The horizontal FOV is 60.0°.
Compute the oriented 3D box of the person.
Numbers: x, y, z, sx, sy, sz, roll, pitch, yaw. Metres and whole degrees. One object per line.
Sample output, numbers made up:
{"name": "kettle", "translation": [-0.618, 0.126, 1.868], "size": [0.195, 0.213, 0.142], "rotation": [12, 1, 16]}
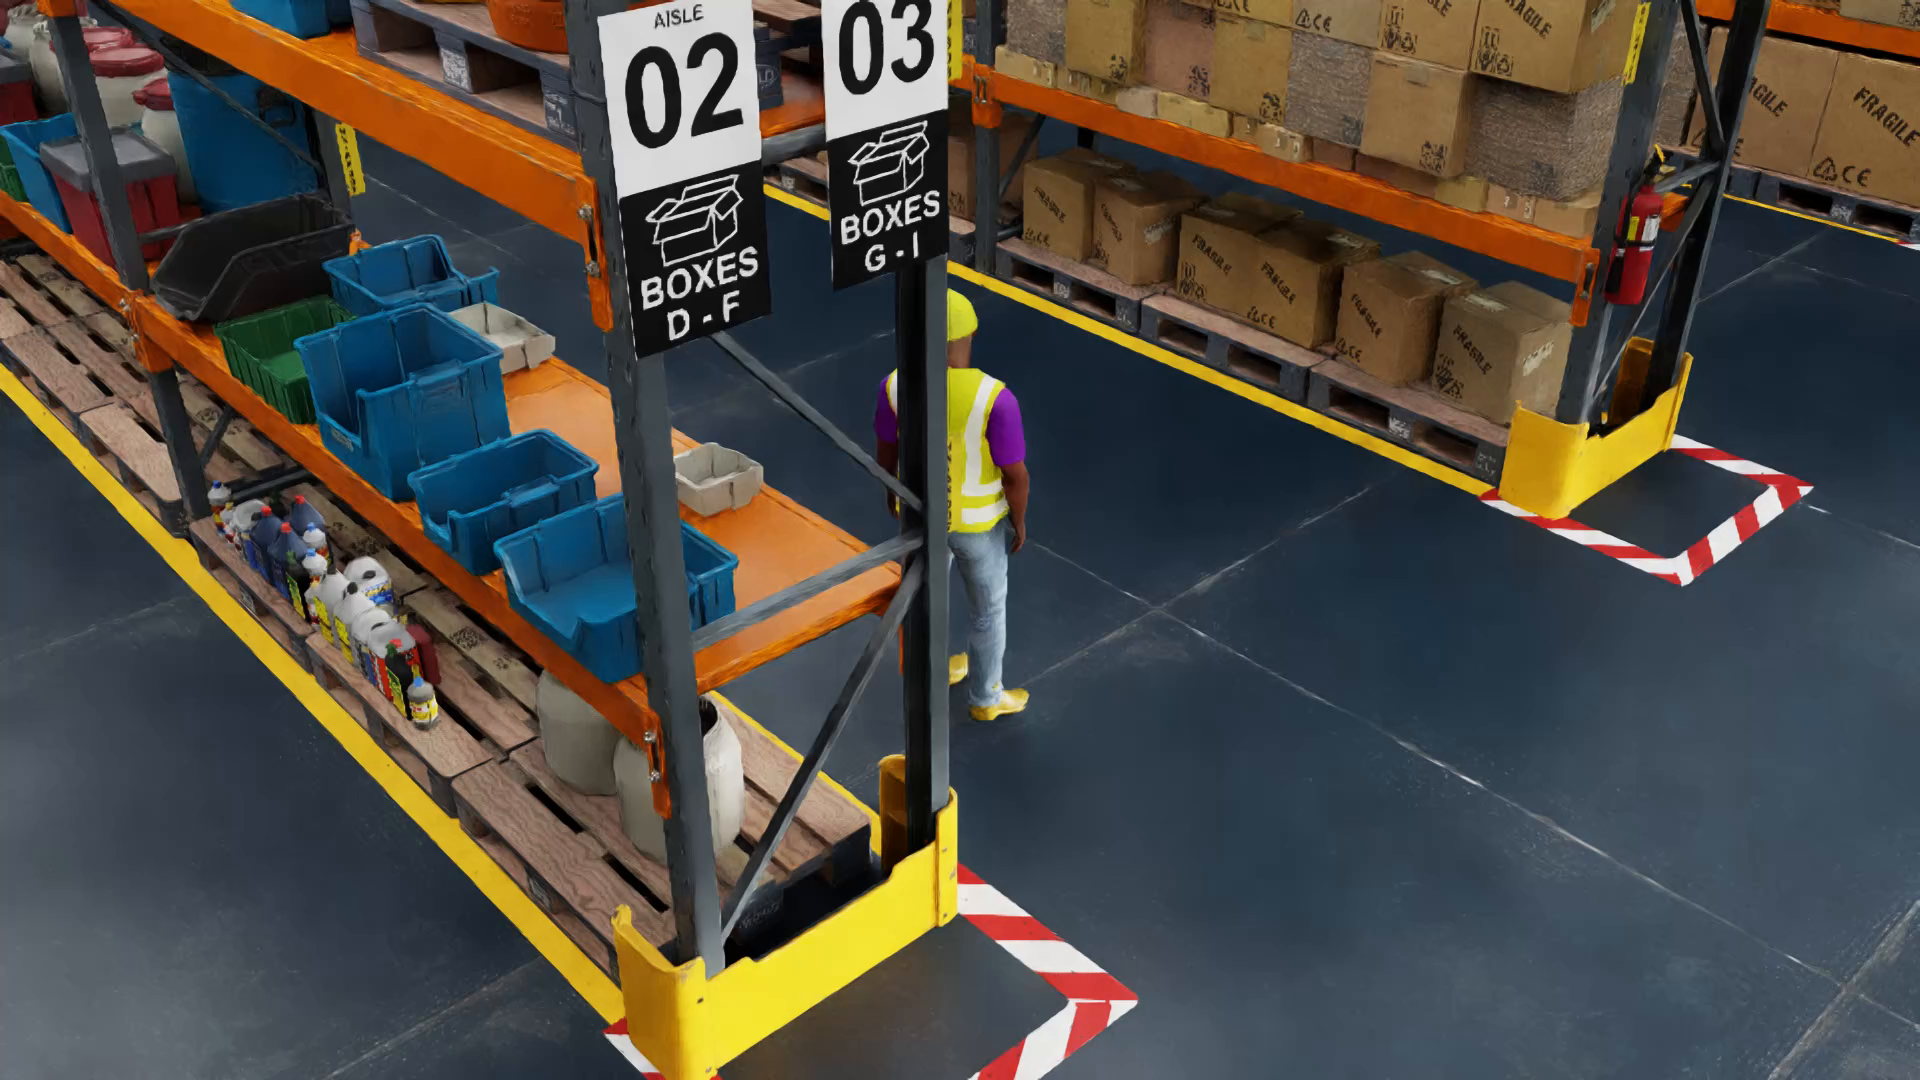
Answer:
{"name": "person", "translation": [-0.014, -0.110, 6.291], "size": [0.619, 1.811, 0.416], "rotation": [13, 34, 20]}
